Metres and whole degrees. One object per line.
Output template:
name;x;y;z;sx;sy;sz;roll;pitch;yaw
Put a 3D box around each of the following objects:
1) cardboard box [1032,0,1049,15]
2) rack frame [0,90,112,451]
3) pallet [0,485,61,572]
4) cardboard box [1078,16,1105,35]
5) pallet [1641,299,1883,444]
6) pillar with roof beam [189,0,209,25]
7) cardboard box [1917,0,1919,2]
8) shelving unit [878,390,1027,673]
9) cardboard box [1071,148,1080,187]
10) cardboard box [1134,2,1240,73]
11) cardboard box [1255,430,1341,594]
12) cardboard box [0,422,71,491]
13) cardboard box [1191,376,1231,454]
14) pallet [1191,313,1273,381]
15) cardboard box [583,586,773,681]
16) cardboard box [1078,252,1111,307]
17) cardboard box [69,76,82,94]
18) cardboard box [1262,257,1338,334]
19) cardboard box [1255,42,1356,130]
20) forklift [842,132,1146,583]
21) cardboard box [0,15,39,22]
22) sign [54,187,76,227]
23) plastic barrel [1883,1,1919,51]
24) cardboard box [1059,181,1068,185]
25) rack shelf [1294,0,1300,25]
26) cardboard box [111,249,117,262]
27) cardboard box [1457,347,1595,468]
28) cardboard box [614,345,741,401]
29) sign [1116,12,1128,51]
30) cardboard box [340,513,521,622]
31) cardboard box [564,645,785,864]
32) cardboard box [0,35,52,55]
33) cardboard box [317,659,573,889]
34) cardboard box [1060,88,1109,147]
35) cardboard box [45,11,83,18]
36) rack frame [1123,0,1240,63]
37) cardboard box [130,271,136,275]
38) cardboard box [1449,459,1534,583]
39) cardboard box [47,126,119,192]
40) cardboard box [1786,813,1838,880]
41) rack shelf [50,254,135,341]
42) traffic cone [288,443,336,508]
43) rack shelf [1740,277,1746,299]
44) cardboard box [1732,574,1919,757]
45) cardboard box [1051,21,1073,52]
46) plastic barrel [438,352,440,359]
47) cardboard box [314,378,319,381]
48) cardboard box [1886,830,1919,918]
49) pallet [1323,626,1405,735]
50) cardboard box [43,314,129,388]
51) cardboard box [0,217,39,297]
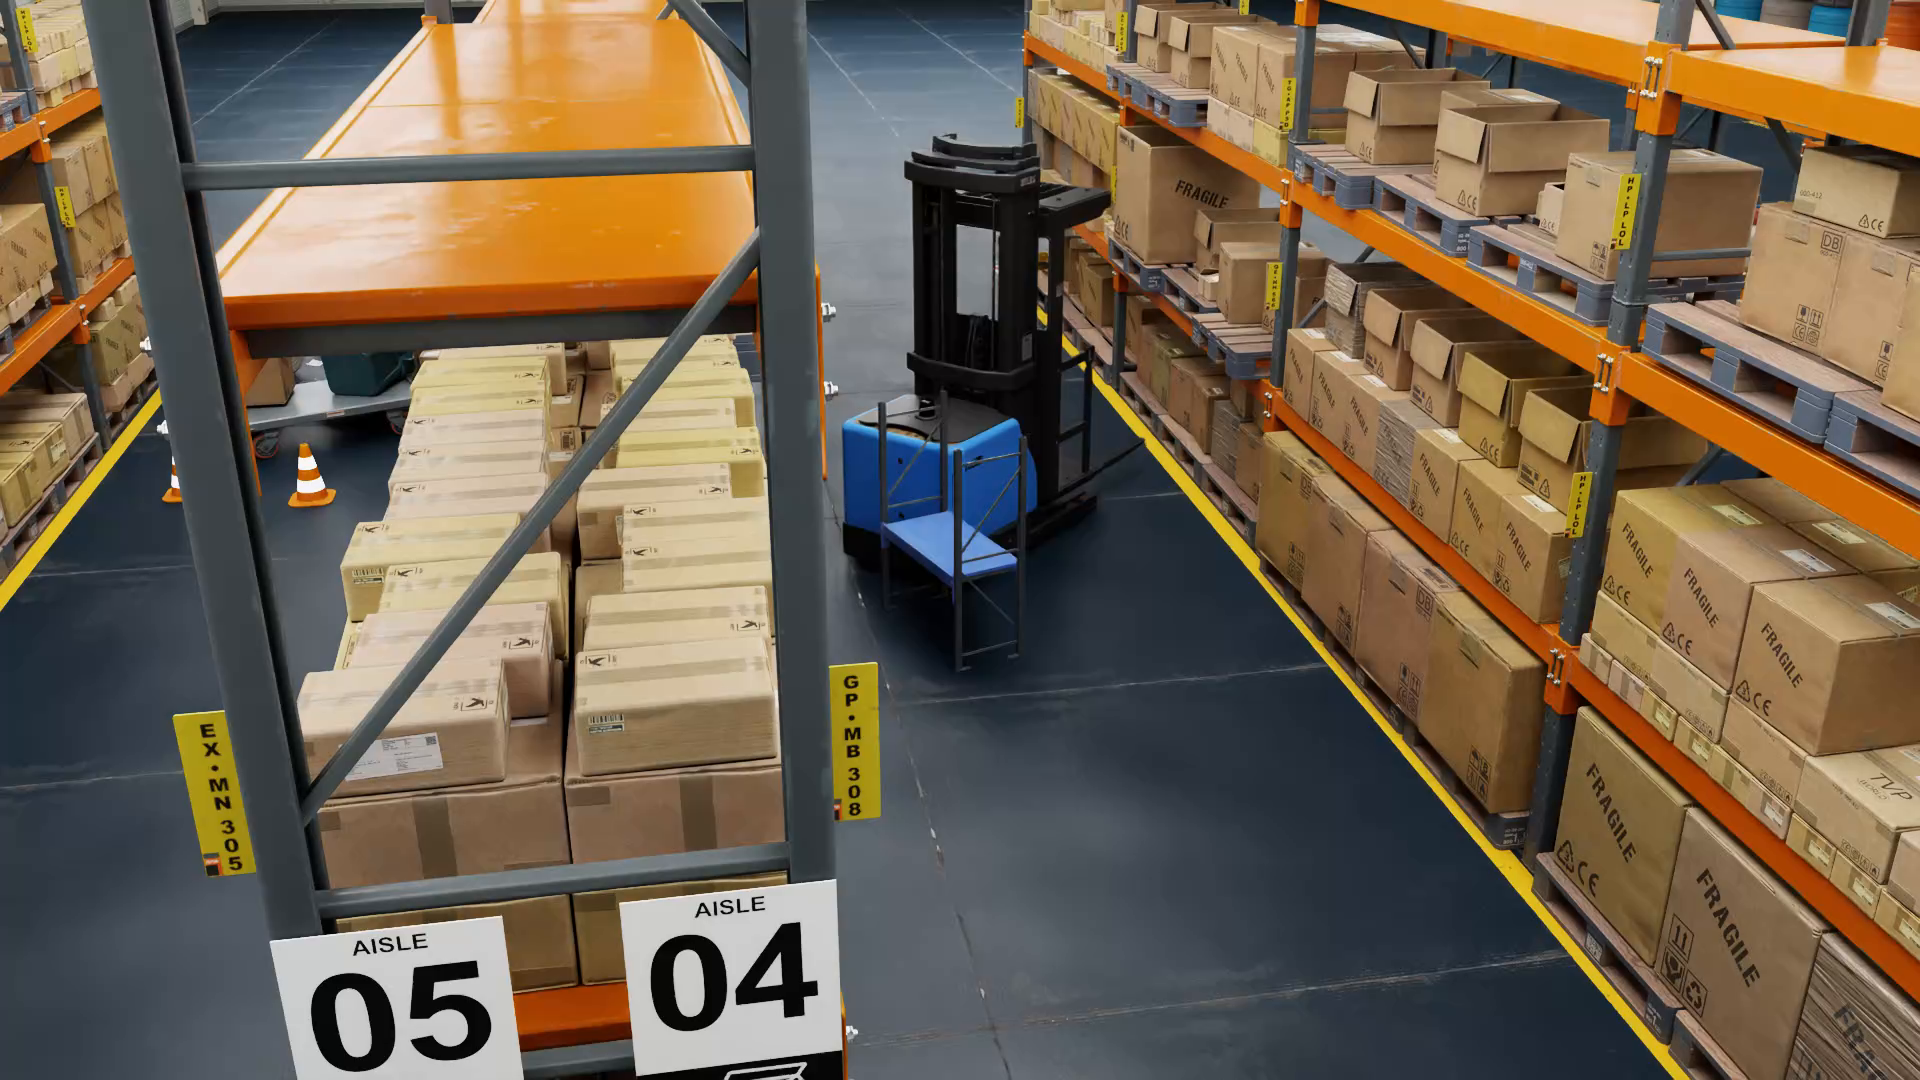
cardboard box;0.980;-5.686;17.705;0.380;0.149;0.250;-4;24;-9
rack frame;-7.796;-2.125;13.611;1.000;3.000;0.127;-4;24;-10
pallet;-7.421;-0.060;12.367;1.003;0.211;1.213;-4;24;-10
cardboard box;1.350;-4.972;16.070;0.380;0.149;0.250;-3;24;-7
pallet;3.564;-0.723;6.764;1.003;0.211;1.213;-4;24;-10
pillar with roof beam;-15.486;-17.857;42.136;9.100;9.000;0.400;-4;24;-10
cardboard box;10.978;-6.167;18.293;0.500;0.500;0.500;-4;24;-10
shelving unit;-0.061;-0.075;10.791;0.538;1.500;1.048;-13;27;-26
cardboard box;1.620;-3.811;16.973;0.875;0.500;0.500;-4;24;-10
cardboard box;1.933;-4.281;14.145;0.797;0.503;0.637;-6;24;-12
cardboard box;2.790;-0.231;11.404;1.225;0.875;0.875;-5;24;-12
cardboard box;-7.560;-0.625;12.934;0.950;0.372;0.625;-3;24;-6
cardboard box;2.313;-1.043;13.707;0.700;0.500;0.500;-2;24;-5
pallet;2.447;-1.470;12.350;1.213;0.211;1.003;-4;24;-10
cardboard box;-0.596;0.225;3.546;0.380;0.149;0.250;-3;24;-8
cardboard box;1.544;-2.752;17.644;0.500;0.500;0.500;-2;24;-5
cardboard box;-7.806;-3.929;14.307;0.380;0.149;0.250;-5;24;-11
cardboard box;2.544;-1.733;12.063;0.500;0.500;0.500;-7;25;-16
cardboard box;2.349;-3.104;11.354;0.500;0.500;0.500;-4;24;-8
forklift;0.409;-1.565;12.414;1.130;2.935;3.031;16;28;32
cardboard box;-8.420;-4.568;14.773;0.380;0.149;0.250;-4;24;-9
sign;-7.251;-2.698;13.476;0.100;0.325;0.005;-4;24;-10
plastic barrel;7.491;-3.820;13.206;0.600;0.830;0.708;-4;24;-10
cardboard box;1.260;-3.696;17.521;0.380;0.149;0.250;-4;24;-10
rack shelf;2.313;-4.308;12.512;1.077;0.370;4.000;-4;24;-10
cardboard box;-7.807;-2.558;14.915;0.380;0.149;0.250;-4;24;-10
cardboard box;3.181;-0.739;9.058;0.797;0.503;0.637;-4;24;-9
cardboard box;-0.879;-0.493;5.190;0.380;0.149;0.250;-4;24;-10
sign;1.411;-4.427;14.487;0.100;0.325;0.005;-4;24;-10
cardboard box;-1.234;0.061;3.922;0.380;0.149;0.250;-4;24;-9
cardboard box;-0.558;0.458;3.511;0.500;0.250;0.500;-4;24;-9
cardboard box;-7.610;-3.998;13.469;0.380;0.149;0.250;-4;24;-8
cardboard box;-1.066;0.491;3.435;0.500;0.250;0.500;-5;24;-11
cardboard box;1.315;-4.246;16.720;0.500;0.500;0.500;-4;24;-10
cardboard box;-8.051;-4.704;15.085;0.380;0.149;0.250;-5;24;-11
rack frame;1.943;-5.608;14.089;1.000;3.000;0.127;-4;24;-10
cardboard box;-7.907;-2.634;15.938;0.380;0.149;0.250;-3;24;-7
cardboard box;2.983;-0.117;8.887;0.500;0.500;0.500;-4;24;-8
cardboard box;-7.803;-3.357;14.685;0.700;0.500;0.500;-5;24;-11
cardboard box;3.440;1.157;6.409;0.380;0.149;0.250;-5;24;-11
rack shelf;-8.166;-2.582;15.556;1.077;0.370;4.000;-4;24;-10
traffic cone;-5.154;-0.538;13.147;0.336;0.463;0.334;-4;24;-10
rack shelf;7.181;-2.109;14.472;1.077;0.370;4.000;-4;24;-10
cardboard box;3.444;0.483;6.518;0.500;0.500;0.500;-5;24;-11
cardboard box;1.228;-5.132;16.934;0.500;0.250;0.500;-4;24;-10
plastic barrel;-4.667;-1.683;15.818;0.512;0.421;0.421;13;27;27
cardboard box;-5.837;-1.352;15.255;0.396;0.266;0.258;18;29;36
cardboard box;3.624;1.223;5.760;0.500;0.250;0.500;-5;24;-12
pallet;2.977;0.787;10.426;1.003;0.211;1.213;-4;24;-10
cardboard box;-7.640;-1.653;14.504;0.500;0.500;0.500;-3;24;-7
cardboard box;-7.392;-2.140;12.624;0.500;0.500;0.500;-4;24;-9
